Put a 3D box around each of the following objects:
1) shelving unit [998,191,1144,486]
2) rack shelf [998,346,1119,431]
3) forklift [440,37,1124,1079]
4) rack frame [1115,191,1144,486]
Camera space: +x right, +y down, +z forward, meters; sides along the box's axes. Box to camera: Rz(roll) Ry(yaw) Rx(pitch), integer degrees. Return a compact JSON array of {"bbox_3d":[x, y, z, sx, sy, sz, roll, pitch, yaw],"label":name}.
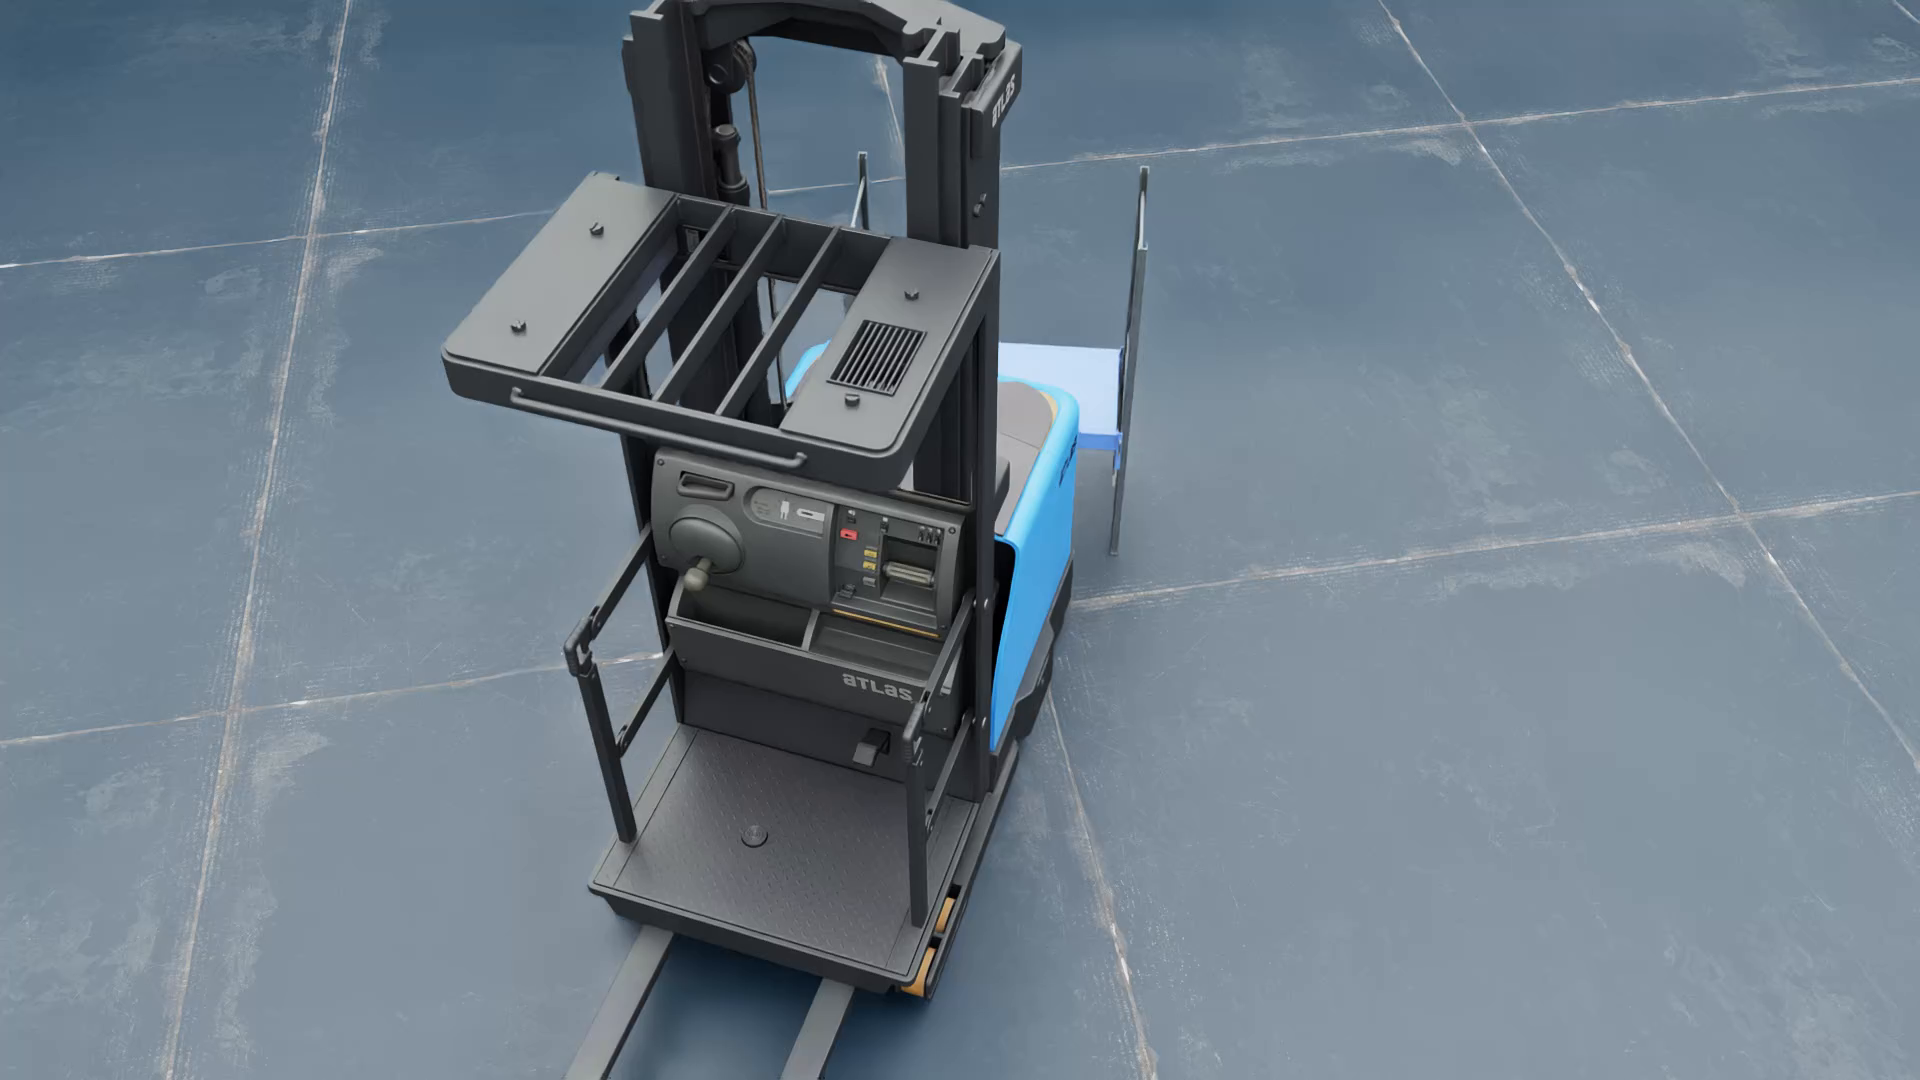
[{"bbox_3d":[0.153,-0.673,6.357,0.991,1.308,0.475,4,46,4],"label":"shelving unit"},{"bbox_3d":[0.134,-0.582,6.452,0.952,0.062,0.459,4,46,4],"label":"rack shelf"},{"bbox_3d":[-6.619,2.813,1.542,10.290,3.598,16.073,13,48,12],"label":"forklift"},{"bbox_3d":[0.640,-0.642,6.327,0.013,1.308,0.475,4,46,4],"label":"rack frame"}]
